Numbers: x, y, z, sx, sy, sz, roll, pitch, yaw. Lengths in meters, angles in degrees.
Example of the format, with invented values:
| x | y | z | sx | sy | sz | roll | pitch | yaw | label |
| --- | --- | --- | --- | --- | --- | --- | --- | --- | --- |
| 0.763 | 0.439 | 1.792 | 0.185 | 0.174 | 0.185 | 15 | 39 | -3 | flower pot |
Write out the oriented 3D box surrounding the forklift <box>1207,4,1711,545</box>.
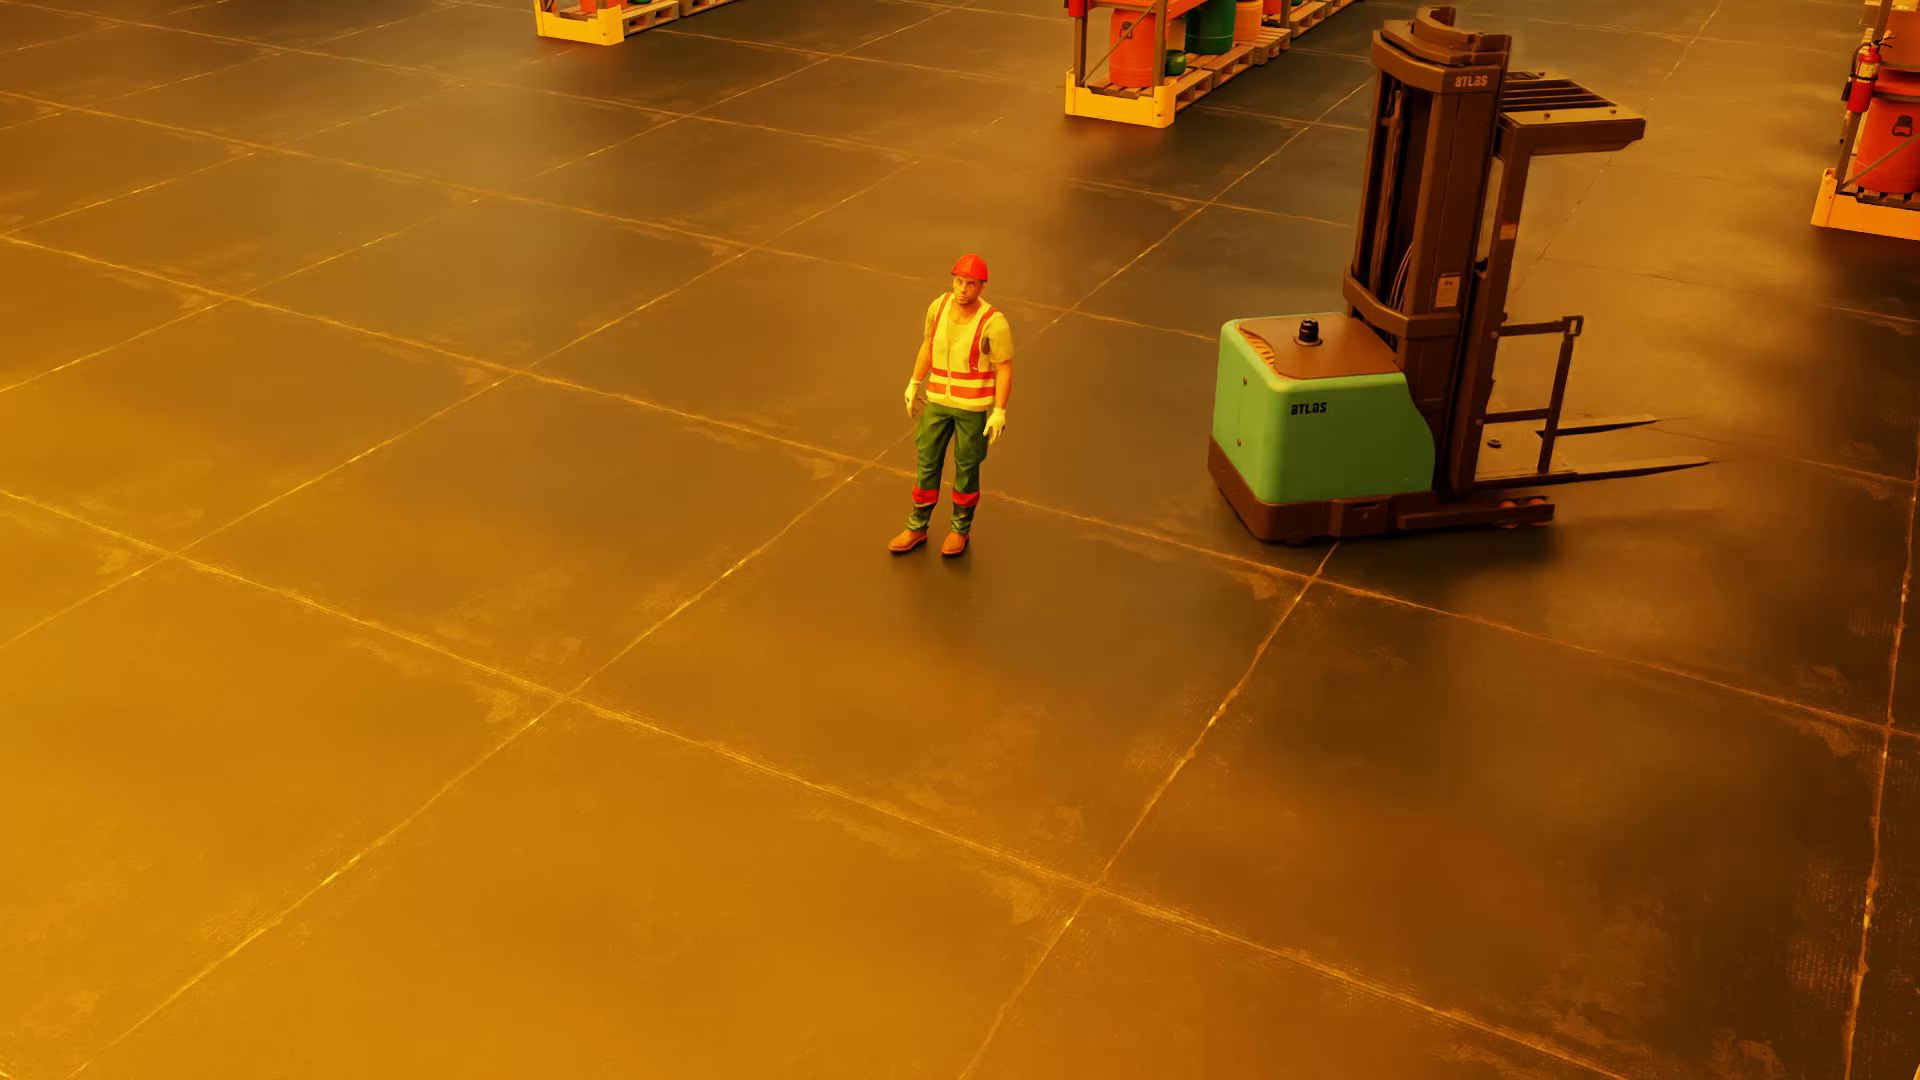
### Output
| x | y | z | sx | sy | sz | roll | pitch | yaw | label |
| --- | --- | --- | --- | --- | --- | --- | --- | --- | --- |
| 3.153 | -1.591 | 9.827 | 3.031 | 2.935 | 1.130 | -5 | 30 | -9 | forklift |

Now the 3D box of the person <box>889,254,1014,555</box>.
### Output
| x | y | z | sx | sy | sz | roll | pitch | yaw | label |
| --- | --- | --- | --- | --- | --- | --- | --- | --- | --- |
| -0.049 | -0.749 | 9.497 | 0.638 | 1.787 | 0.564 | 15 | 33 | 25 | person |
